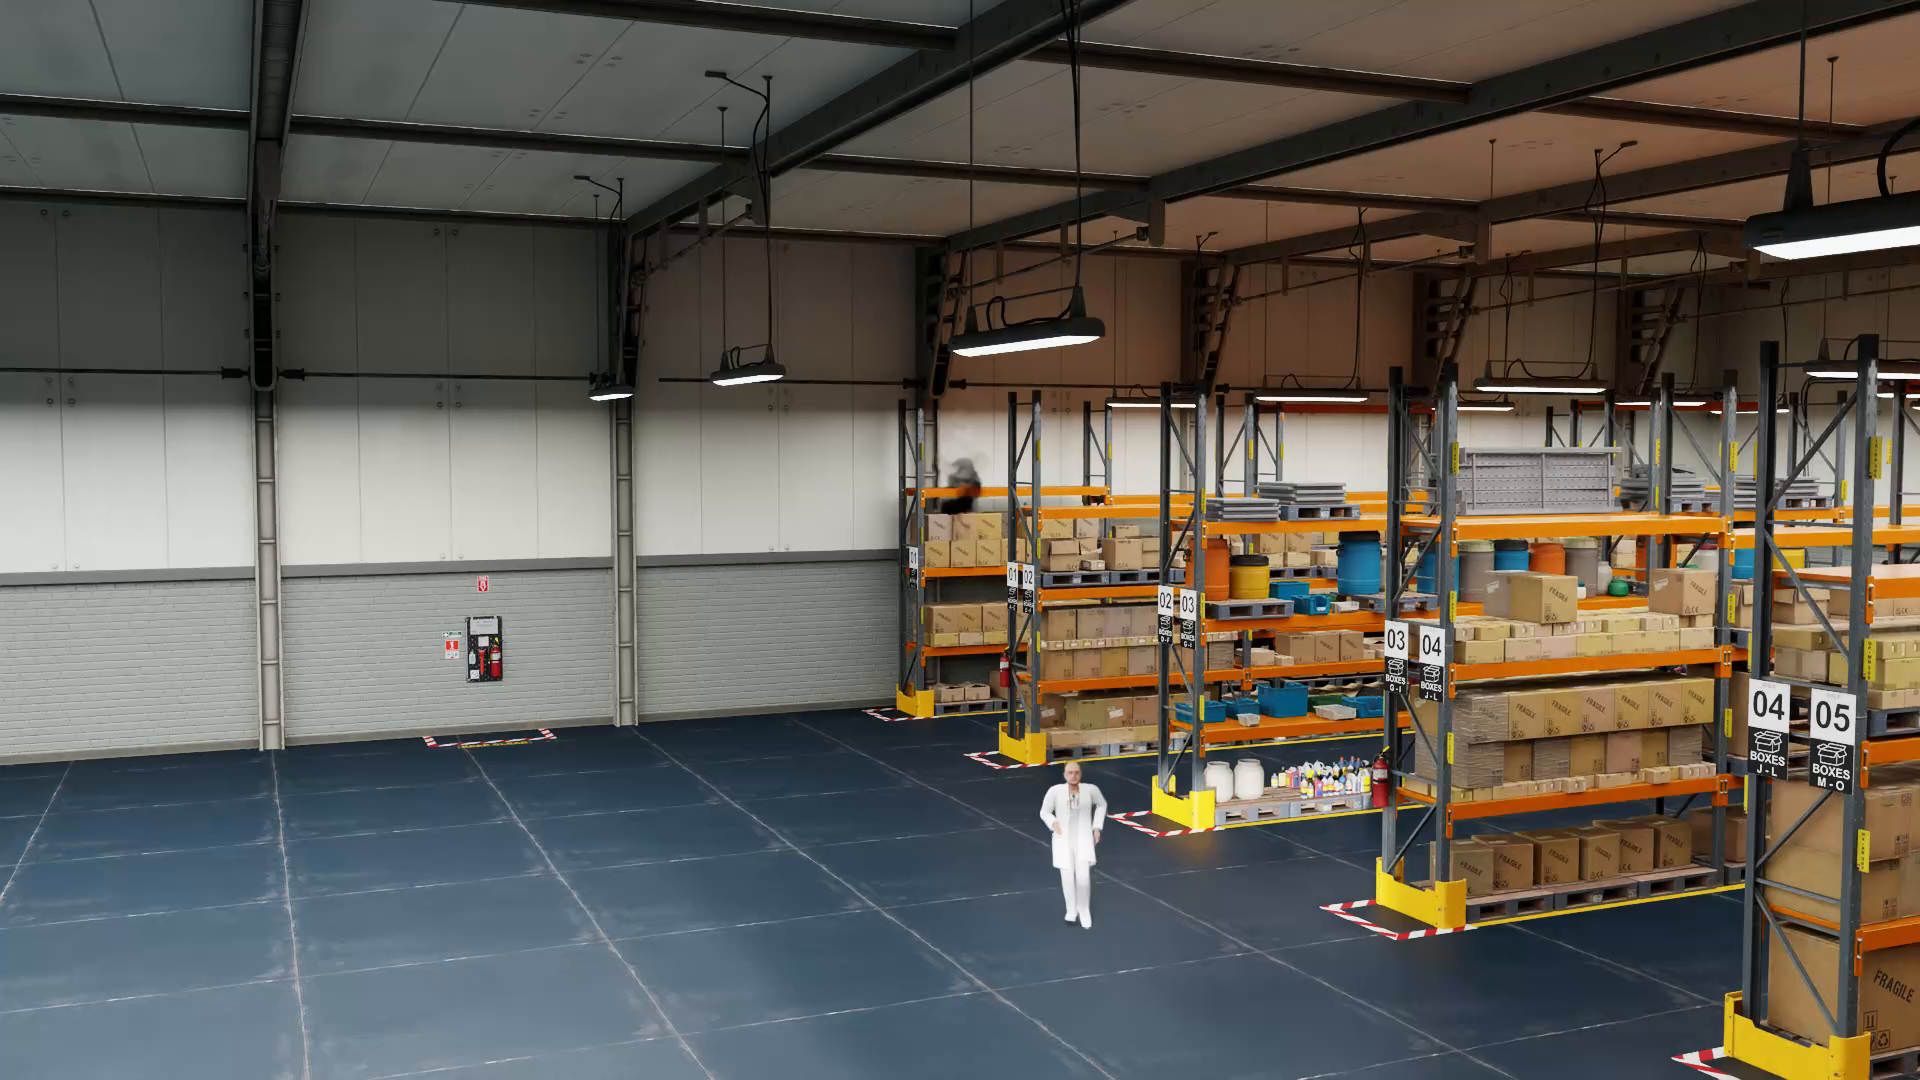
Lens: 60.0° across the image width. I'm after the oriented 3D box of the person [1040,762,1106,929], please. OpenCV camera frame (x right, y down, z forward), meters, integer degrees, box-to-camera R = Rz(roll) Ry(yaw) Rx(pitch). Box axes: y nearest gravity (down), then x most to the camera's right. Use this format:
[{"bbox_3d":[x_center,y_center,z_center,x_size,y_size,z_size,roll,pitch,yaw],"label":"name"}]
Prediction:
[{"bbox_3d":[1.199,3.253,17.705,0.701,1.786,0.750,0,3,6],"label":"person"}]
